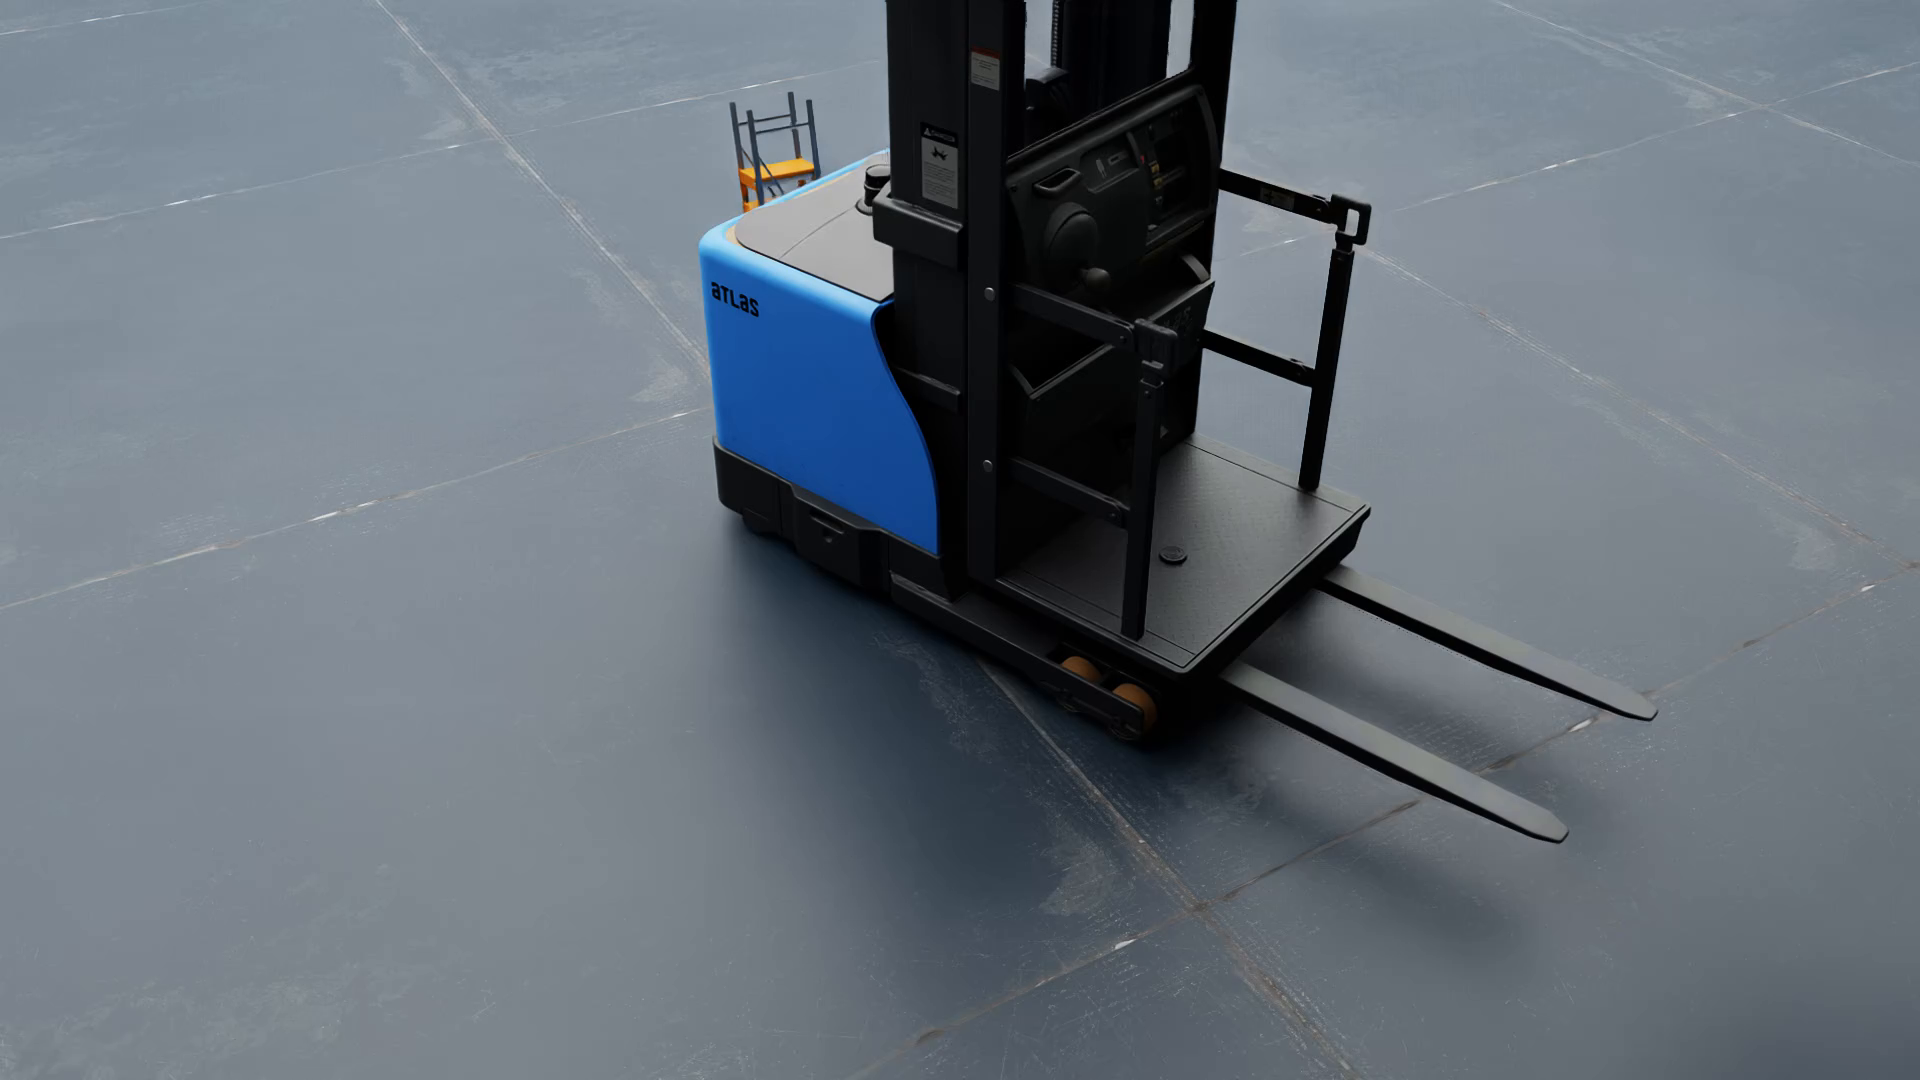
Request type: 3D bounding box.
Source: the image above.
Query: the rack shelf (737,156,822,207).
[{"bbox_3d":[-0.642,-1.285,5.953,0.258,0.103,0.180,-16,28,-21],"label":"rack shelf"}]

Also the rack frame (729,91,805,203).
[{"bbox_3d":[-0.656,-1.038,6.169,0.240,1.200,0.006,-16,28,-21],"label":"rack frame"}]

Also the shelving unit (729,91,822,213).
[{"bbox_3d":[-0.616,-1.004,6.094,0.258,1.200,0.189,-16,28,-21],"label":"shelving unit"}]

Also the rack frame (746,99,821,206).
[{"bbox_3d":[-0.576,-0.970,6.019,0.240,1.200,0.006,-16,28,-21],"label":"rack frame"}]

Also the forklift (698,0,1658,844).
[{"bbox_3d":[0.606,-0.944,4.557,3.031,2.935,1.130,26,44,31],"label":"forklift"}]

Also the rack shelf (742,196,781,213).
[{"bbox_3d":[-0.632,-1.178,6.007,0.258,0.103,0.180,-16,28,-21],"label":"rack shelf"}]
